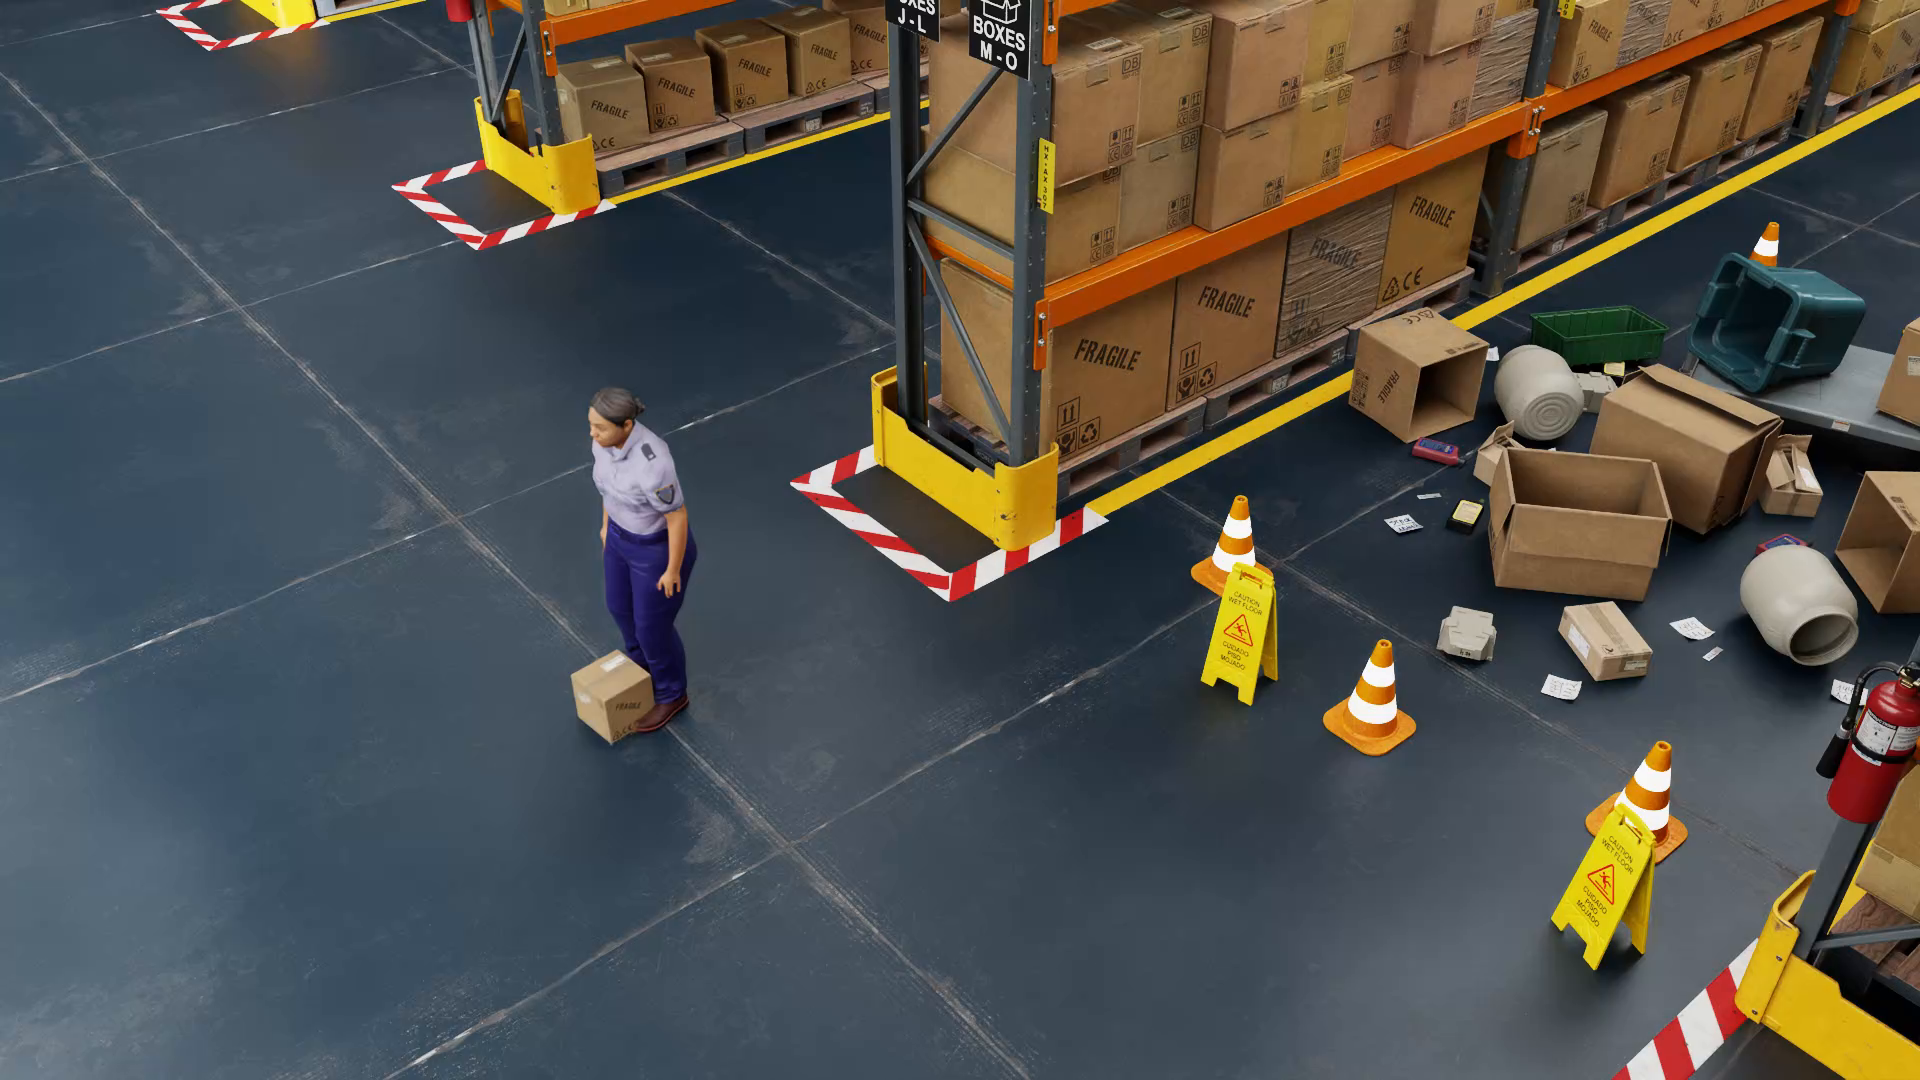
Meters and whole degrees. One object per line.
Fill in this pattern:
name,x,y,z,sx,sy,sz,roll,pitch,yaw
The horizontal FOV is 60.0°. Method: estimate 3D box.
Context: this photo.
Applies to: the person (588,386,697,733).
person,-1.364,0.043,7.025,0.425,1.650,0.551,-29,45,-33
